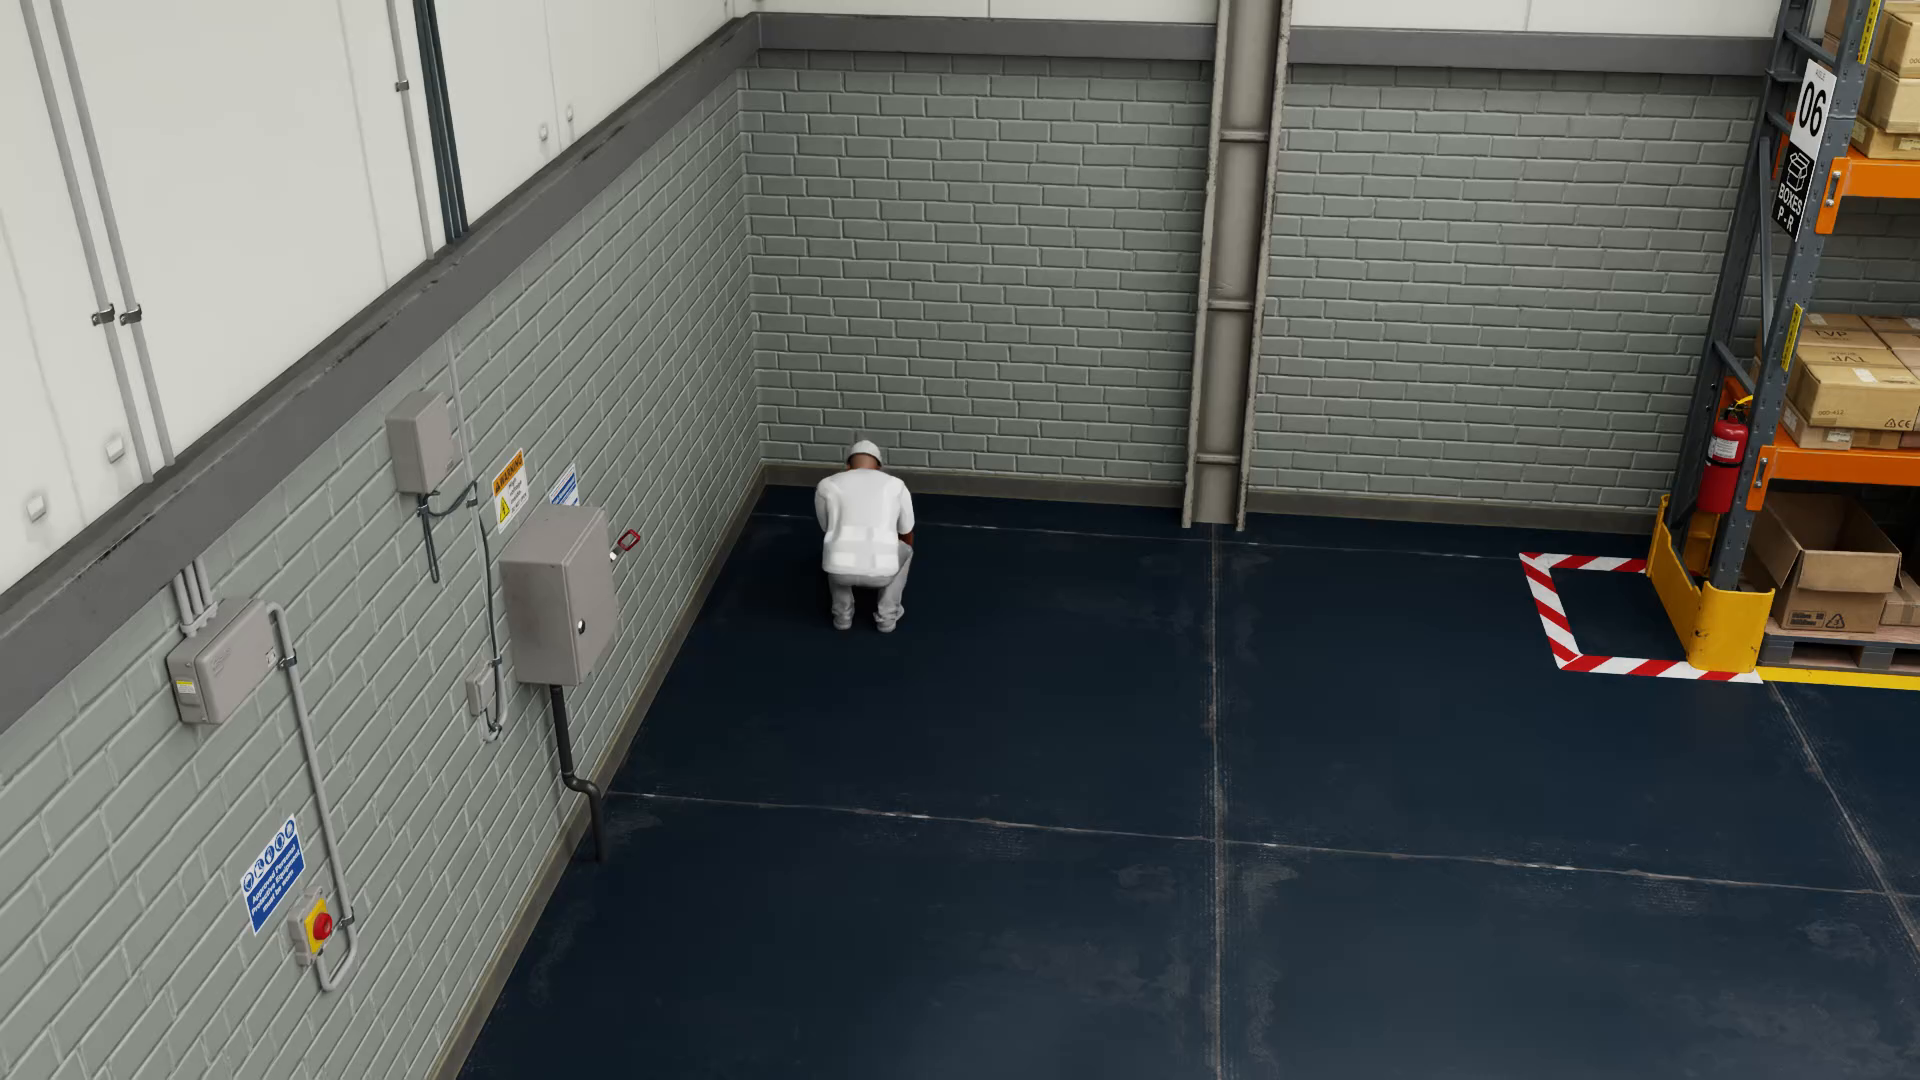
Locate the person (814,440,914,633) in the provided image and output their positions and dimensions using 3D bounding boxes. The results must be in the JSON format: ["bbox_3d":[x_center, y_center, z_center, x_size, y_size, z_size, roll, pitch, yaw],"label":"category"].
[{"bbox_3d":[-0.566,-0.009,9.524,0.569,0.914,0.897,3,28,6],"label":"person"}]
